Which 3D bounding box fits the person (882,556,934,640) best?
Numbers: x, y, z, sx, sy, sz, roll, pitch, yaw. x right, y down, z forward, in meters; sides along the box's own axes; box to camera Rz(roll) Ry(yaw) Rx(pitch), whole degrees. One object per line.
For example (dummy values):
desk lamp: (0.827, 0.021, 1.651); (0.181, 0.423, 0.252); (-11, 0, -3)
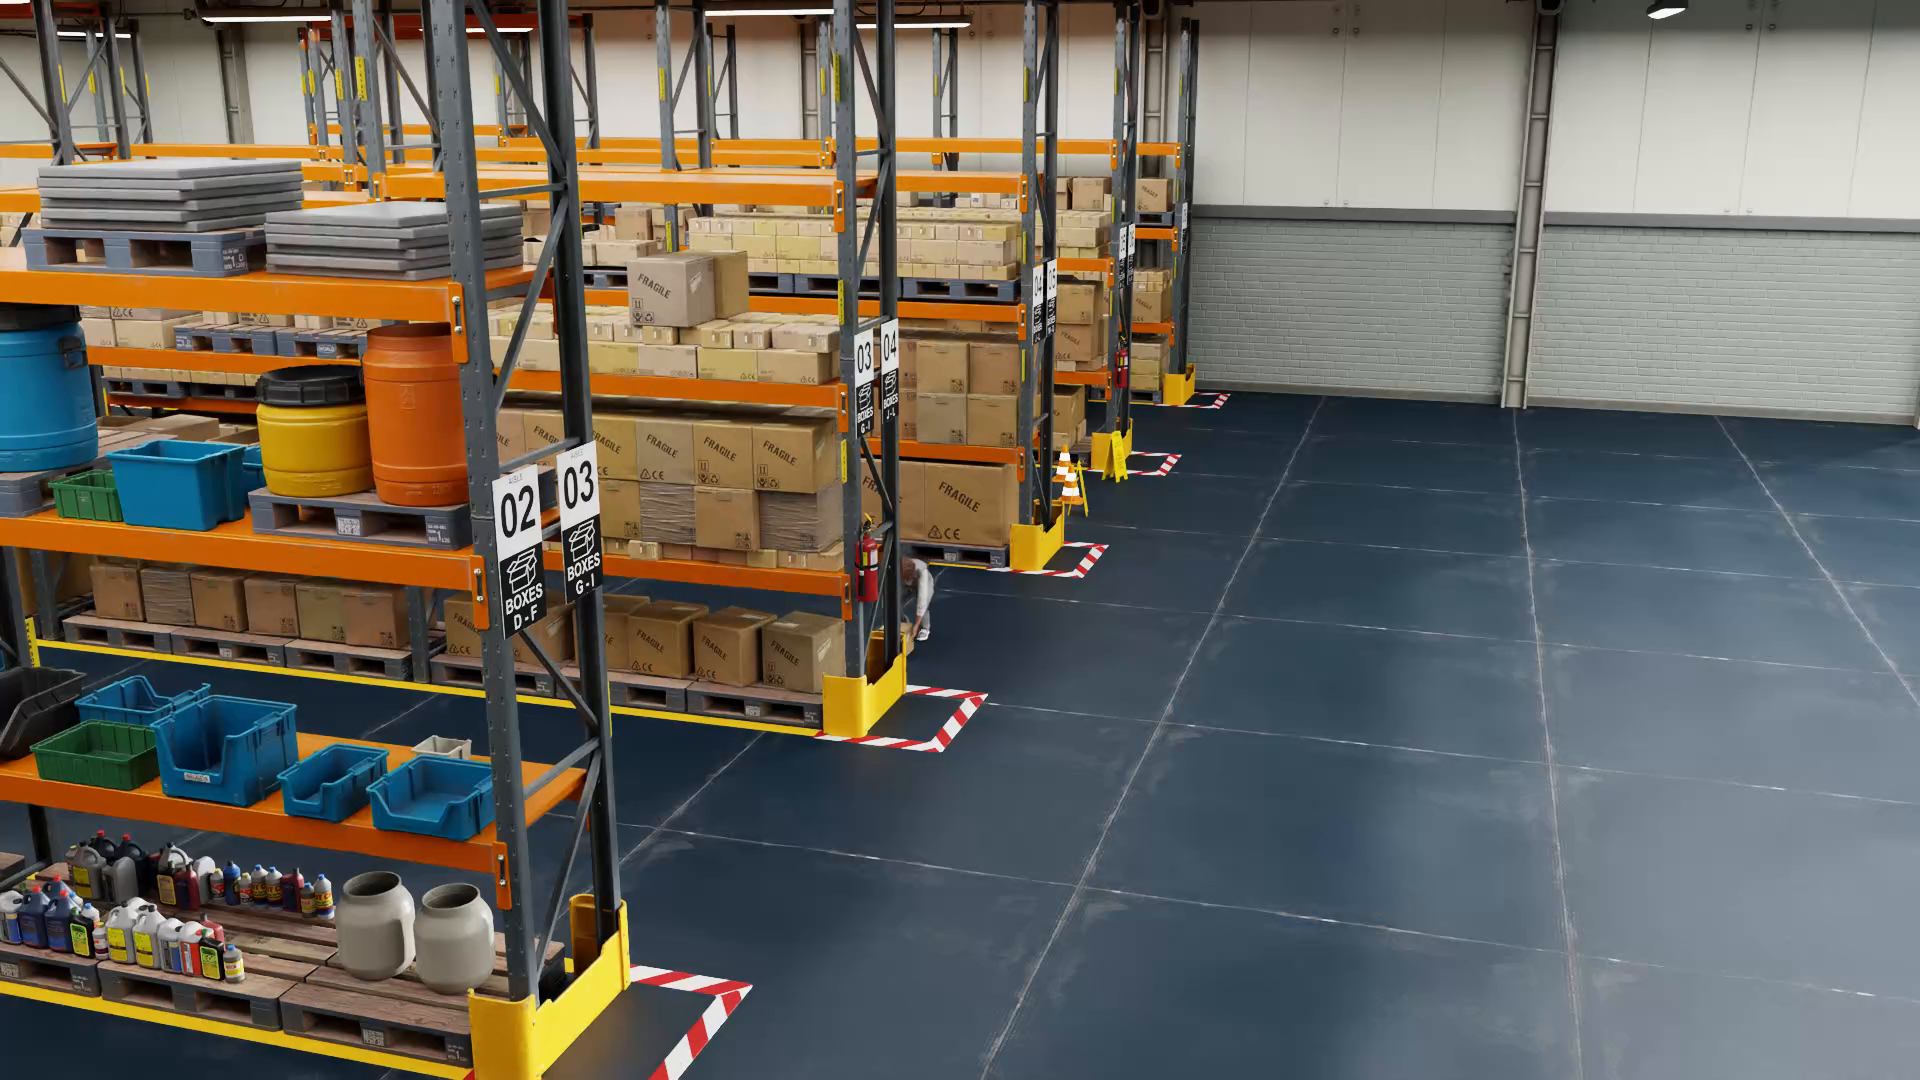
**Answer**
person: (-0.460, 0.509, 15.417); (0.447, 0.886, 0.795); (4, 16, 16)
